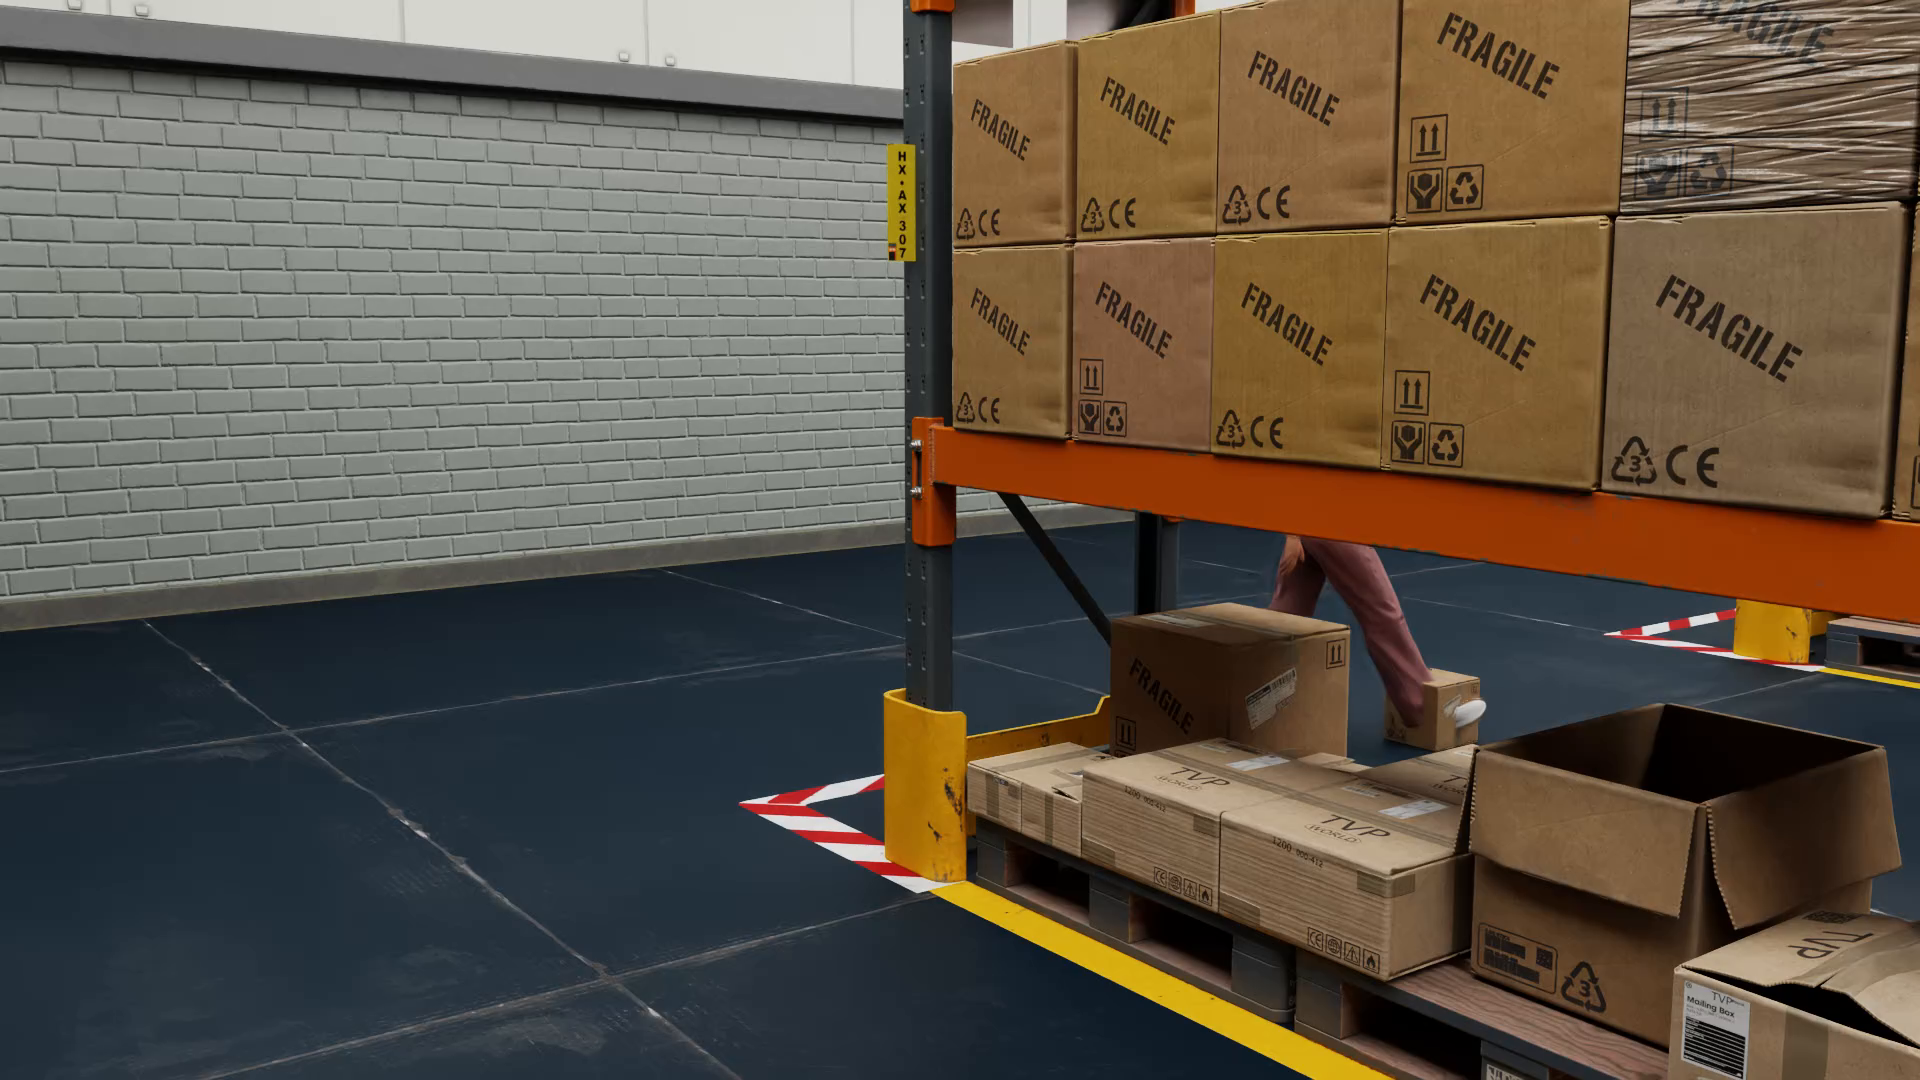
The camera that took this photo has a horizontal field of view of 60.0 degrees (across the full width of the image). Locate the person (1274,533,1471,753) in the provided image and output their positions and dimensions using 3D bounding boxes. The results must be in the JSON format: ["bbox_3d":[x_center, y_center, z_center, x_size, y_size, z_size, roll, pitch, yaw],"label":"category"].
[{"bbox_3d":[1.445,-0.042,6.247,0.974,1.620,0.464,3,8,20],"label":"person"}]
